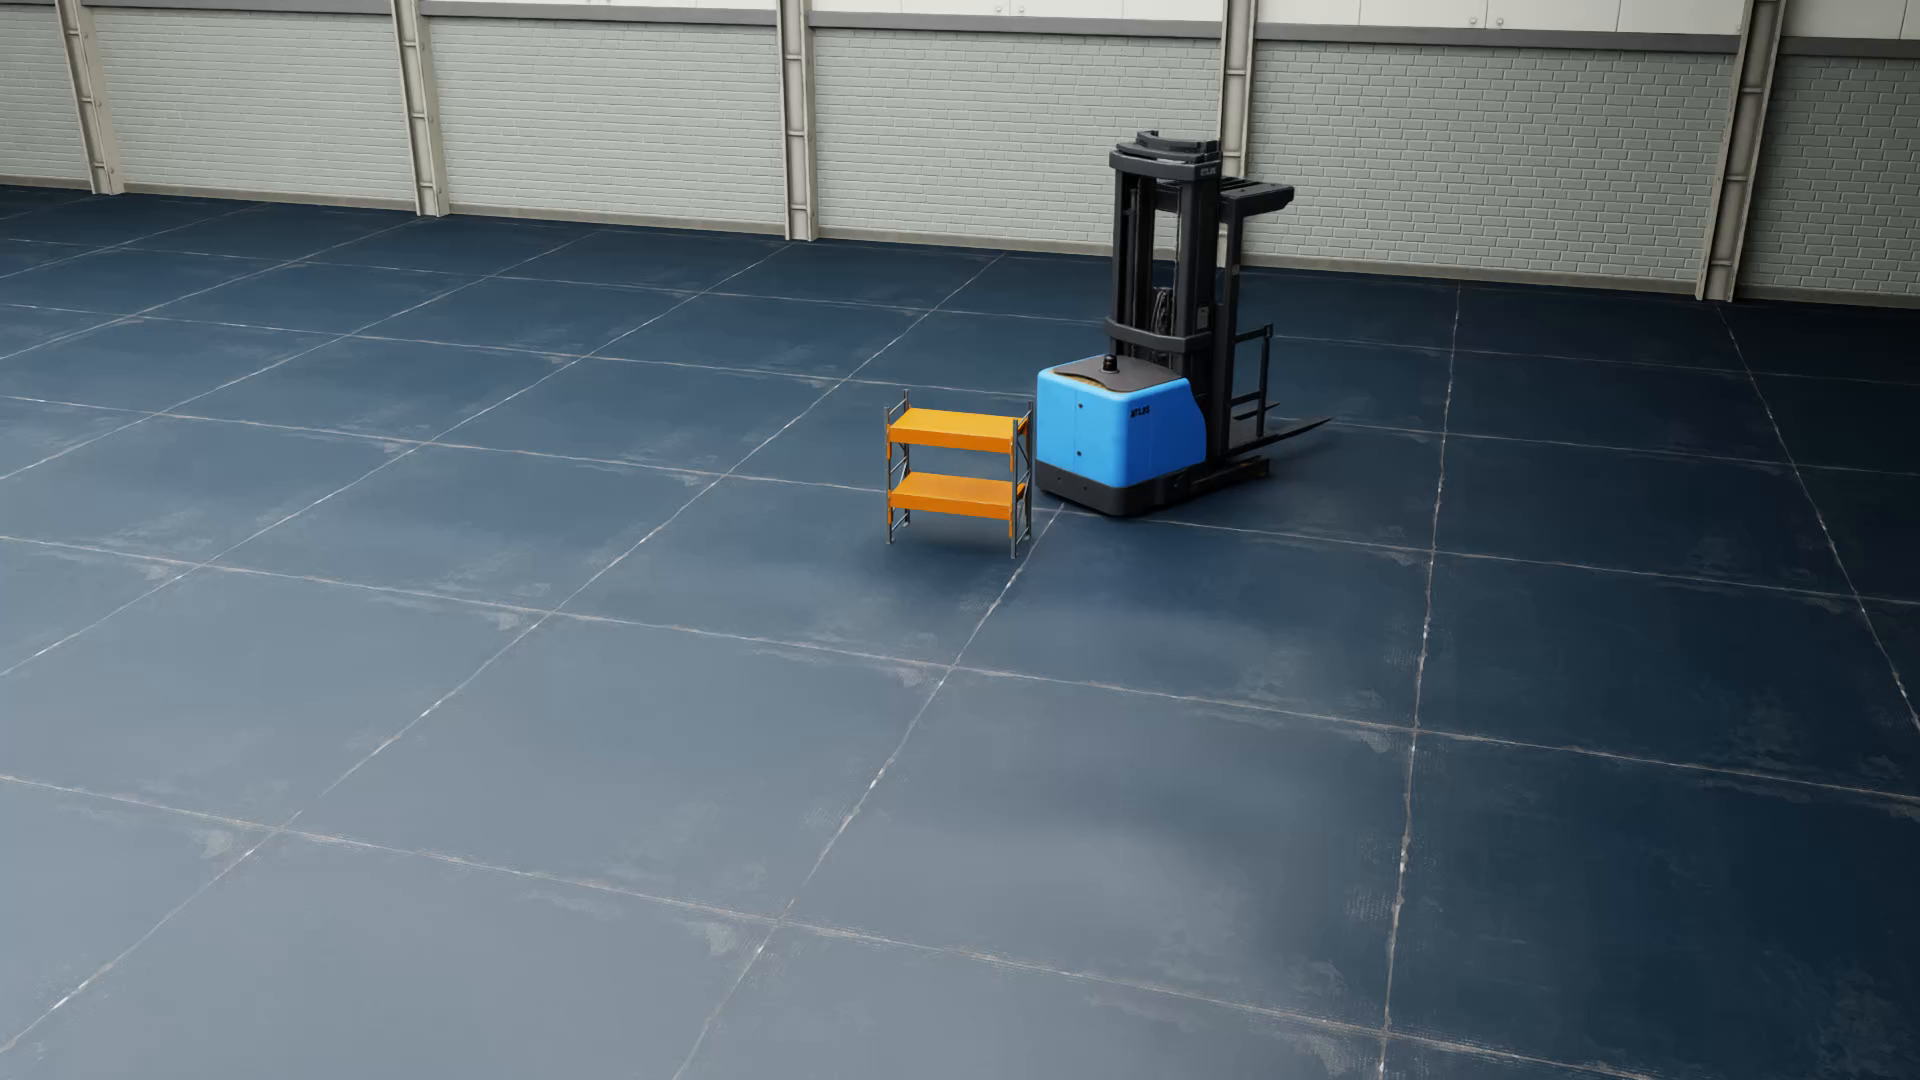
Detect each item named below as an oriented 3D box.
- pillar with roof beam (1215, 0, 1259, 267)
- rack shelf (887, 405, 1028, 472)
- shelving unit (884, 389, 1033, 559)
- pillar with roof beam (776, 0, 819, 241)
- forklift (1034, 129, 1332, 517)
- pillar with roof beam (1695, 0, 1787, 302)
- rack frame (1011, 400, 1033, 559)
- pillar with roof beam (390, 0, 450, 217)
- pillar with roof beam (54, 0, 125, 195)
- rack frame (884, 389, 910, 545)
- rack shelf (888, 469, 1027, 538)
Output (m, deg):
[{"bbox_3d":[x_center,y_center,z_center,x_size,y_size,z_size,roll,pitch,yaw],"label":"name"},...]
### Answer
[{"bbox_3d":[2.264,-6.228,16.500,0.400,9.000,9.100,7,23,16],"label":"pillar with roof beam"},{"bbox_3d":[-0.006,-0.792,12.852,1.000,0.278,0.538,7,23,16],"label":"rack shelf"},{"bbox_3d":[-0.006,-0.521,12.963,1.048,1.125,0.538,7,23,16],"label":"shelving unit"},{"bbox_3d":[-3.480,-6.886,18.104,0.400,9.000,9.100,7,23,16],"label":"pillar with roof beam"},{"bbox_3d":[2.073,-1.996,14.179,3.031,2.935,1.130,-18,29,-37],"label":"forklift"},{"bbox_3d":[8.008,-5.570,14.897,0.400,9.000,9.100,7,23,16],"label":"pillar with roof beam"},{"bbox_3d":[0.480,-0.465,12.828,0.032,1.125,0.500,7,23,16],"label":"rack frame"},{"bbox_3d":[-9.224,-7.543,19.707,0.400,9.000,9.100,7,23,16],"label":"pillar with roof beam"},{"bbox_3d":[-14.969,-8.201,21.311,0.400,9.000,9.100,7,23,16],"label":"pillar with roof beam"},{"bbox_3d":[-0.493,-0.577,13.099,0.032,1.125,0.500,7,23,16],"label":"rack frame"},{"bbox_3d":[-0.006,-0.295,13.056,1.000,0.278,0.538,7,23,16],"label":"rack shelf"}]
